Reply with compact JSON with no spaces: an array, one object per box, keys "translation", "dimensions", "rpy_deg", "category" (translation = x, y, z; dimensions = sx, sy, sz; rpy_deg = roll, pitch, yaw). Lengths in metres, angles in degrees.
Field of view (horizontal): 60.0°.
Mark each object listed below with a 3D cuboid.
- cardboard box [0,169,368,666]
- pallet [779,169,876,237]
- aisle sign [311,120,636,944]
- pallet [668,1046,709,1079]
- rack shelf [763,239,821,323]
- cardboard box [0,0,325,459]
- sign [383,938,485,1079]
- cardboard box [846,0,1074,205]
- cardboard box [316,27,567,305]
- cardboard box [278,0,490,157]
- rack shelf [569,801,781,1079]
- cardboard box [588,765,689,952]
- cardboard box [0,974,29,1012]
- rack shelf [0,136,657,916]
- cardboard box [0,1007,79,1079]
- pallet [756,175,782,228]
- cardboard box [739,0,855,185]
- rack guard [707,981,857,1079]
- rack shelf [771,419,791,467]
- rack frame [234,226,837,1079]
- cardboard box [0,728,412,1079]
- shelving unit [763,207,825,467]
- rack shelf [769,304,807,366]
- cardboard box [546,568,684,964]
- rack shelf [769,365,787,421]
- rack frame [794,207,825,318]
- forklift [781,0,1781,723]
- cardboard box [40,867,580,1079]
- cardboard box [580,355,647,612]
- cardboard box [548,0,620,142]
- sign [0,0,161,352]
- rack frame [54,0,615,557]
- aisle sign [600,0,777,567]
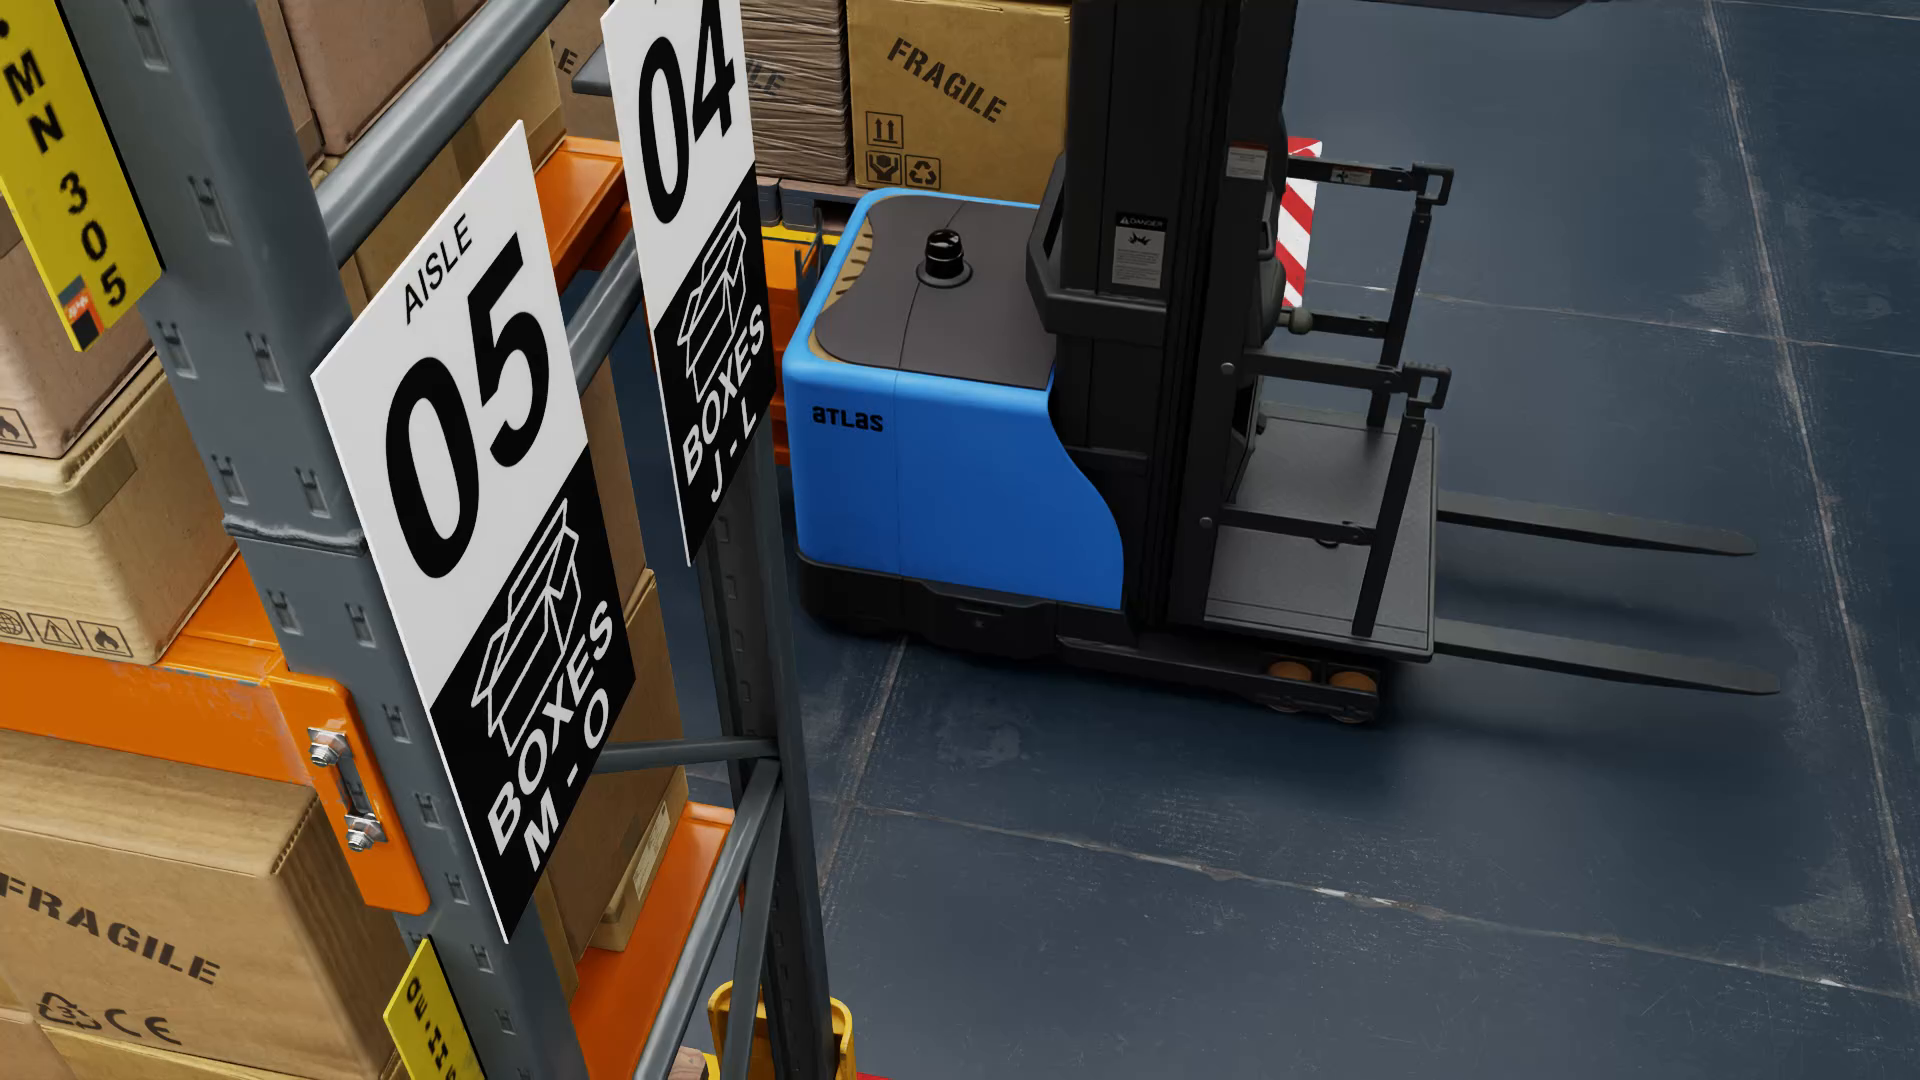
[{"translation":[-0.961,-0.169,1.708],"dimensions":[0.500,0.250,0.500],"rpy_deg":[8,44,8],"category":"cardboard box"},{"translation":[-0.075,-1.657,7.320],"dimensions":[1.213,0.211,1.003],"rpy_deg":[9,45,9],"category":"pallet"},{"translation":[-0.453,0.025,1.686],"dimensions":[0.004,0.787,0.394],"rpy_deg":[9,45,9],"category":"aisle sign"},{"translation":[-1.318,1.594,3.942],"dimensions":[1.213,0.211,1.003],"rpy_deg":[9,45,9],"category":"pallet"},{"translation":[-0.695,-0.822,5.172],"dimensions":[0.480,0.148,0.258],"rpy_deg":[9,45,9],"category":"rack shelf"},{"translation":[-0.964,-0.357,1.542],"dimensions":[0.500,0.250,0.500],"rpy_deg":[8,44,8],"category":"cardboard box"},{"translation":[-0.600,0.589,1.912],"dimensions":[0.005,0.325,0.100],"rpy_deg":[9,45,9],"category":"sign"},{"translation":[0.081,-2.022,6.917],"dimensions":[0.875,0.875,0.875],"rpy_deg":[9,45,9],"category":"cardboard box"},{"translation":[-0.841,-0.520,2.072],"dimensions":[0.500,0.250,0.500],"rpy_deg":[10,45,11],"category":"cardboard box"},{"translation":[-0.840,-0.703,1.902],"dimensions":[0.500,0.250,0.500],"rpy_deg":[9,45,10],"category":"cardboard box"},{"translation":[-2.411,0.704,3.374],"dimensions":[4.000,0.370,1.077],"rpy_deg":[9,45,9],"category":"rack shelf"},{"translation":[-0.704,0.567,3.179],"dimensions":[0.250,0.149,0.380],"rpy_deg":[8,45,9],"category":"cardboard box"},{"translation":[-1.454,0.266,2.303],"dimensions":[0.500,0.500,0.500],"rpy_deg":[7,44,8],"category":"cardboard box"},{"translation":[-2.411,-0.377,2.334],"dimensions":[4.000,0.370,1.077],"rpy_deg":[9,45,9],"category":"rack shelf"},{"translation":[-1.455,0.629,2.647],"dimensions":[0.500,0.500,0.500],"rpy_deg":[8,45,8],"category":"cardboard box"},{"translation":[-1.262,-1.843,7.513],"dimensions":[1.213,0.211,1.003],"rpy_deg":[9,45,9],"category":"pallet"},{"translation":[-0.807,-2.160,7.061],"dimensions":[0.875,0.875,0.875],"rpy_deg":[9,45,9],"category":"cardboard box"},{"translation":[-0.533,1.637,3.689],"dimensions":[0.348,0.500,1.175],"rpy_deg":[9,45,9],"category":"rack guard"},{"translation":[-0.695,-0.348,5.629],"dimensions":[0.480,0.148,0.258],"rpy_deg":[9,45,9],"category":"rack shelf"},{"translation":[-0.459,0.748,2.810],"dimensions":[0.127,3.000,1.000],"rpy_deg":[9,45,9],"category":"rack frame"},{"translation":[-0.960,0.343,2.223],"dimensions":[0.500,0.500,0.500],"rpy_deg":[8,44,8],"category":"cardboard box"},{"translation":[-0.695,-0.539,5.445],"dimensions":[0.503,1.200,0.258],"rpy_deg":[9,45,9],"category":"shelving unit"},{"translation":[-0.695,-0.652,5.336],"dimensions":[0.480,0.148,0.258],"rpy_deg":[9,45,9],"category":"rack shelf"},{"translation":[-0.837,0.349,2.937],"dimensions":[0.500,0.500,0.500],"rpy_deg":[11,45,11],"category":"cardboard box"},{"translation":[-0.695,-0.491,5.492],"dimensions":[0.480,0.148,0.258],"rpy_deg":[9,45,9],"category":"rack shelf"},{"translation":[-0.457,-0.502,5.407],"dimensions":[0.015,1.200,0.240],"rpy_deg":[9,45,9],"category":"rack frame"},{"translation":[1.042,-0.895,4.566],"dimensions":[3.031,2.935,1.130],"rpy_deg":[9,45,9],"category":"forklift"},{"translation":[-0.954,0.710,2.562],"dimensions":[0.500,0.500,0.500],"rpy_deg":[10,45,10],"category":"cardboard box"},{"translation":[-0.839,-0.004,2.583],"dimensions":[0.500,0.500,0.500],"rpy_deg":[9,45,9],"category":"cardboard box"},{"translation":[-1.676,-2.295,7.201],"dimensions":[0.875,0.875,0.875],"rpy_deg":[9,45,9],"category":"cardboard box"},{"translation":[-0.600,-0.280,1.076],"dimensions":[0.005,0.325,0.100],"rpy_deg":[9,45,9],"category":"sign"},{"translation":[-0.459,-1.414,0.730],"dimensions":[0.127,3.000,1.000],"rpy_deg":[9,45,9],"category":"rack frame"},{"translation":[-0.322,-0.381,2.108],"dimensions":[0.004,0.787,0.394],"rpy_deg":[9,45,9],"category":"aisle sign"}]
